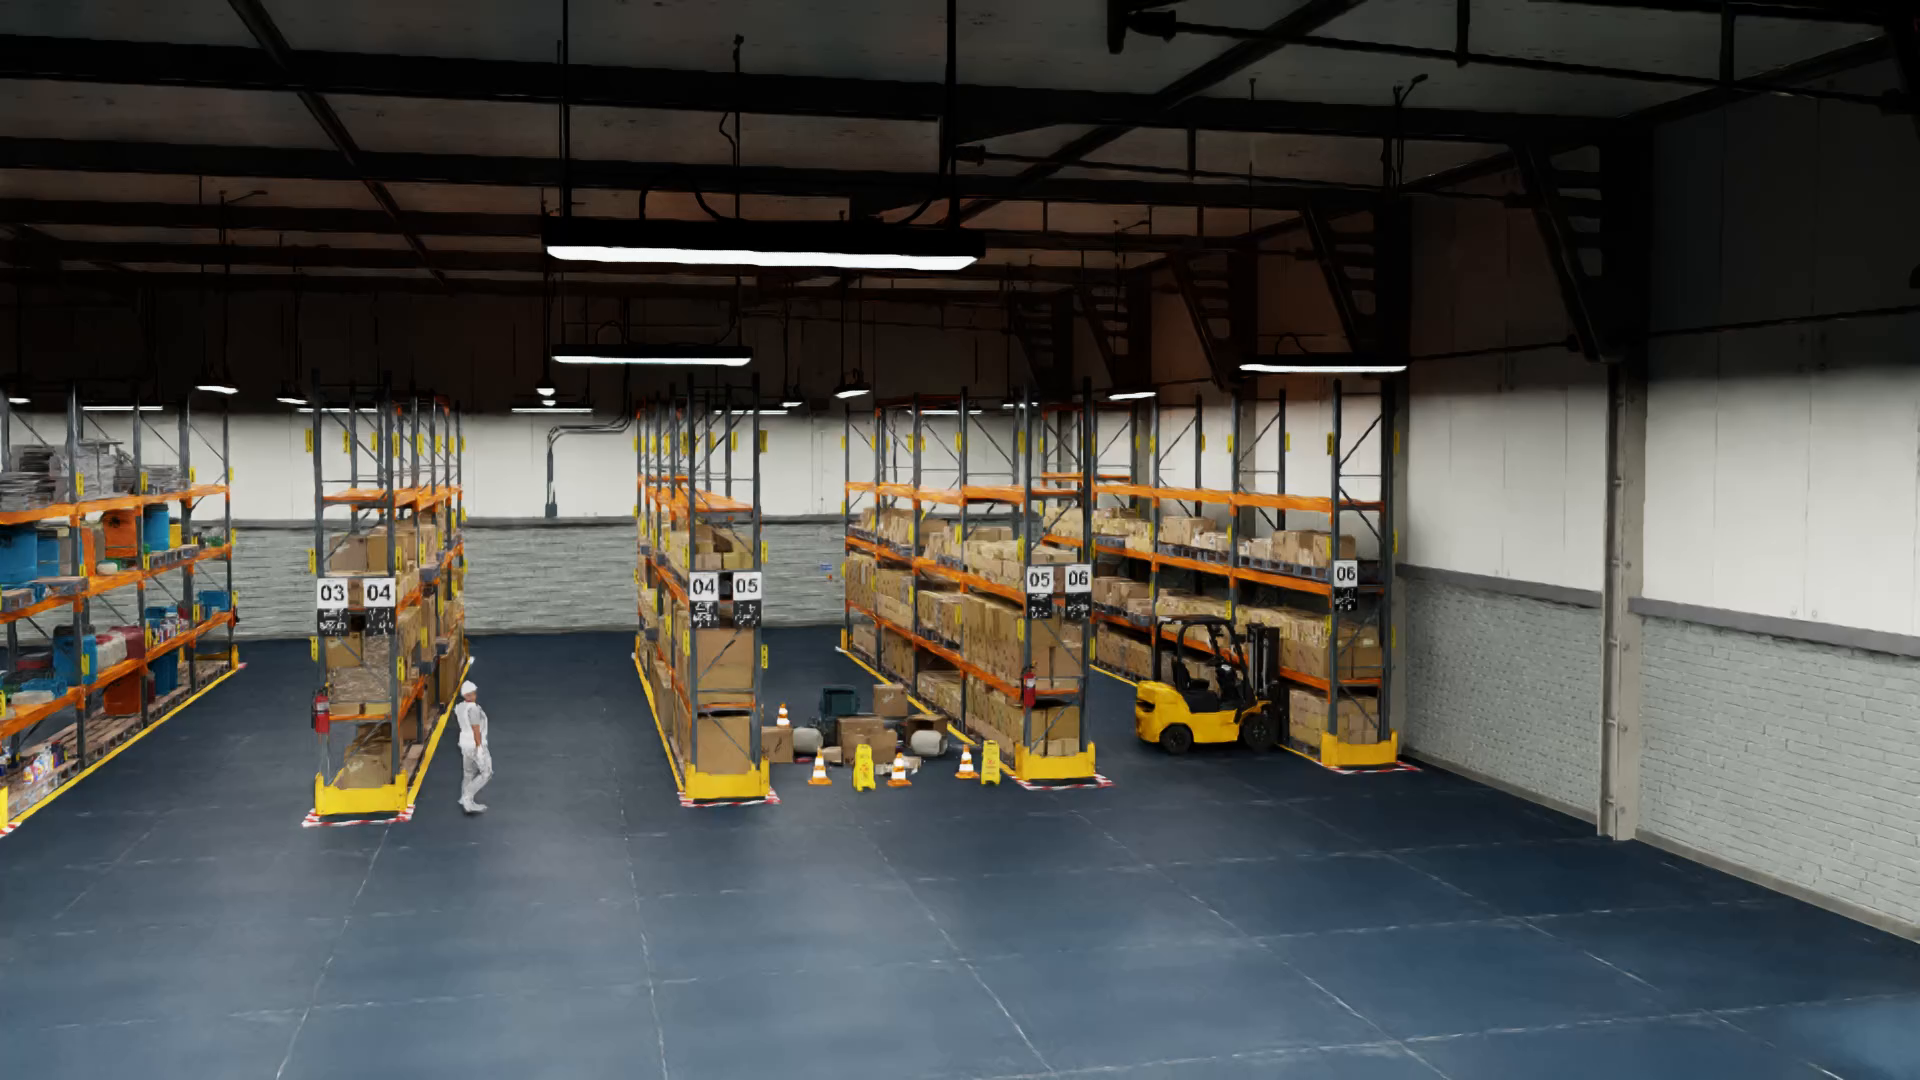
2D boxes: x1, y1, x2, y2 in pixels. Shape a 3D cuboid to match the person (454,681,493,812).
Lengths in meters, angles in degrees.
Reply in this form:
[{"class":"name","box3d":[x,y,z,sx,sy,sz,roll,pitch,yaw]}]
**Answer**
[{"class":"person","box3d":[-6.631,2.806,22.557,0.447,1.780,0.600,-3,4,-41]}]
